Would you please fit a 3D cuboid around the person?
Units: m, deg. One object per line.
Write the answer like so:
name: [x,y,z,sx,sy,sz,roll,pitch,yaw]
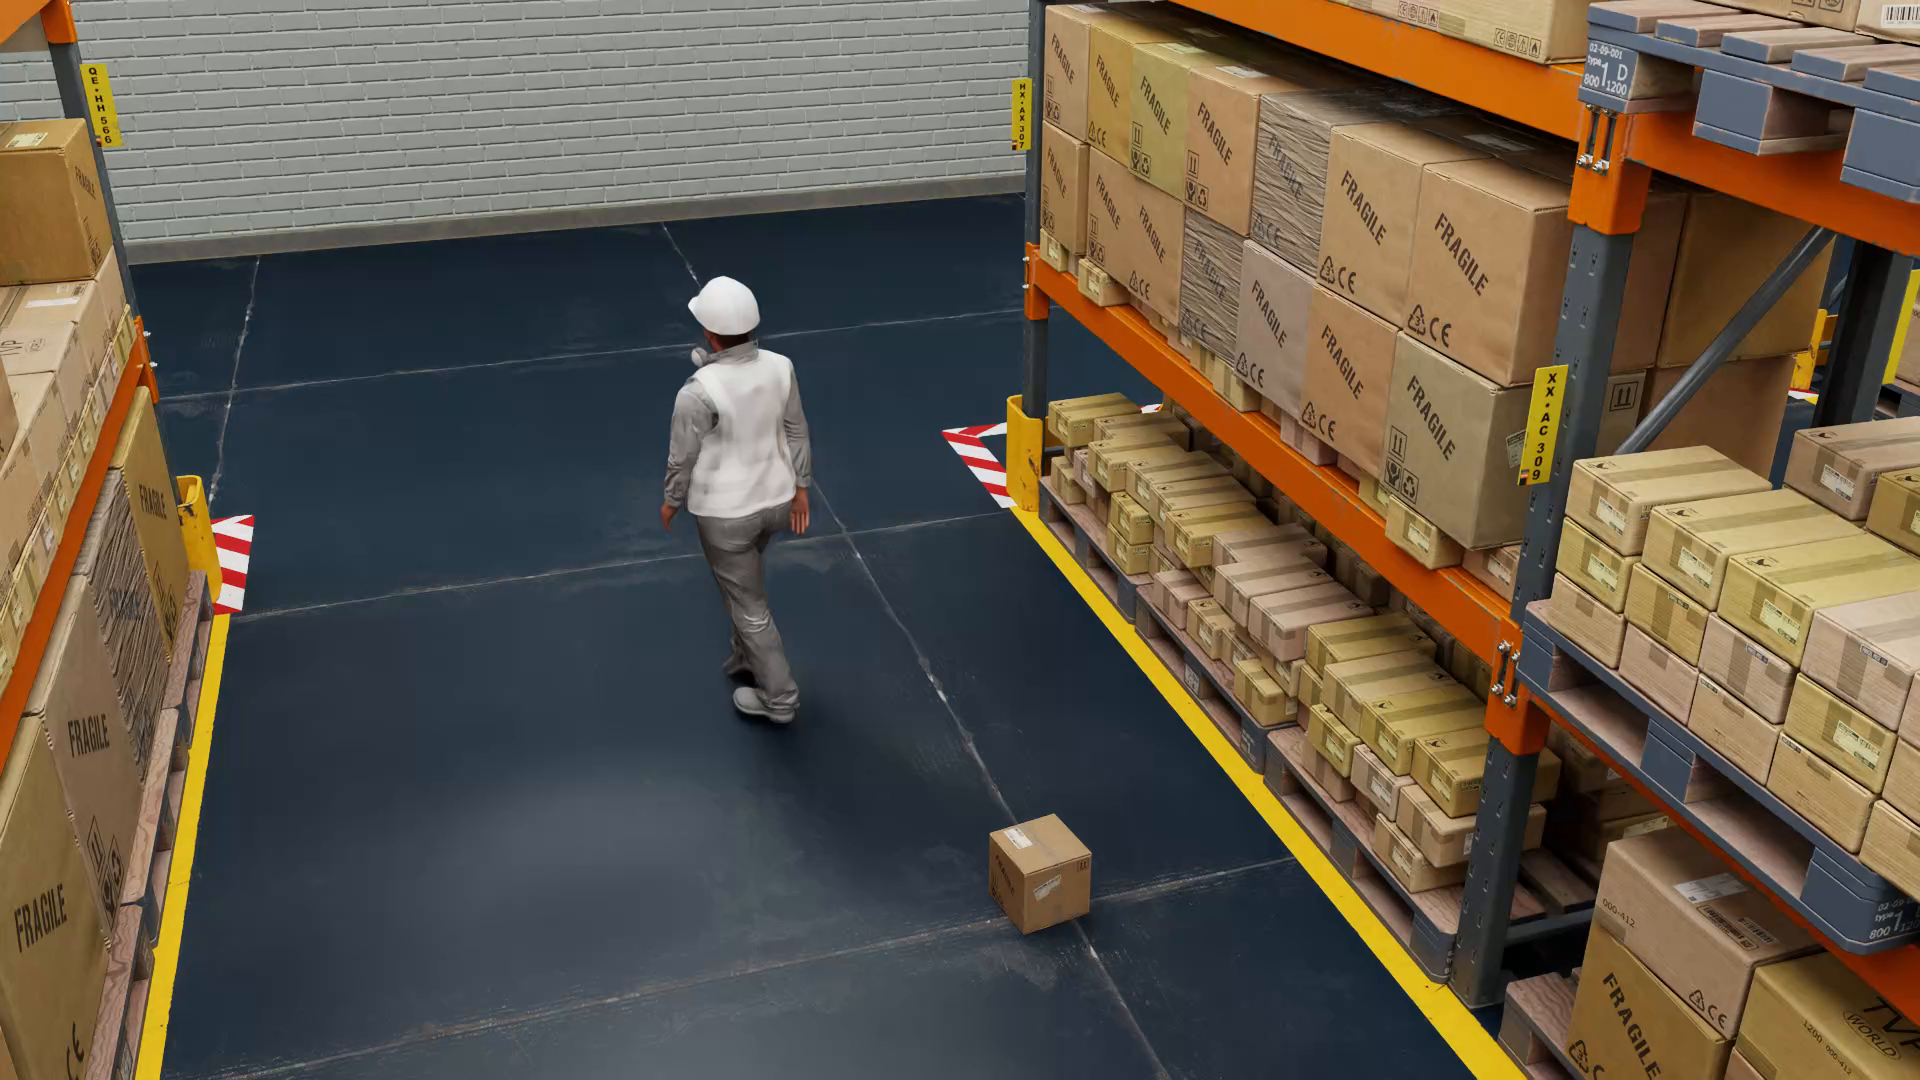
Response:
person: [-0.859,-0.127,6.371,0.629,1.832,0.551,22,33,37]
